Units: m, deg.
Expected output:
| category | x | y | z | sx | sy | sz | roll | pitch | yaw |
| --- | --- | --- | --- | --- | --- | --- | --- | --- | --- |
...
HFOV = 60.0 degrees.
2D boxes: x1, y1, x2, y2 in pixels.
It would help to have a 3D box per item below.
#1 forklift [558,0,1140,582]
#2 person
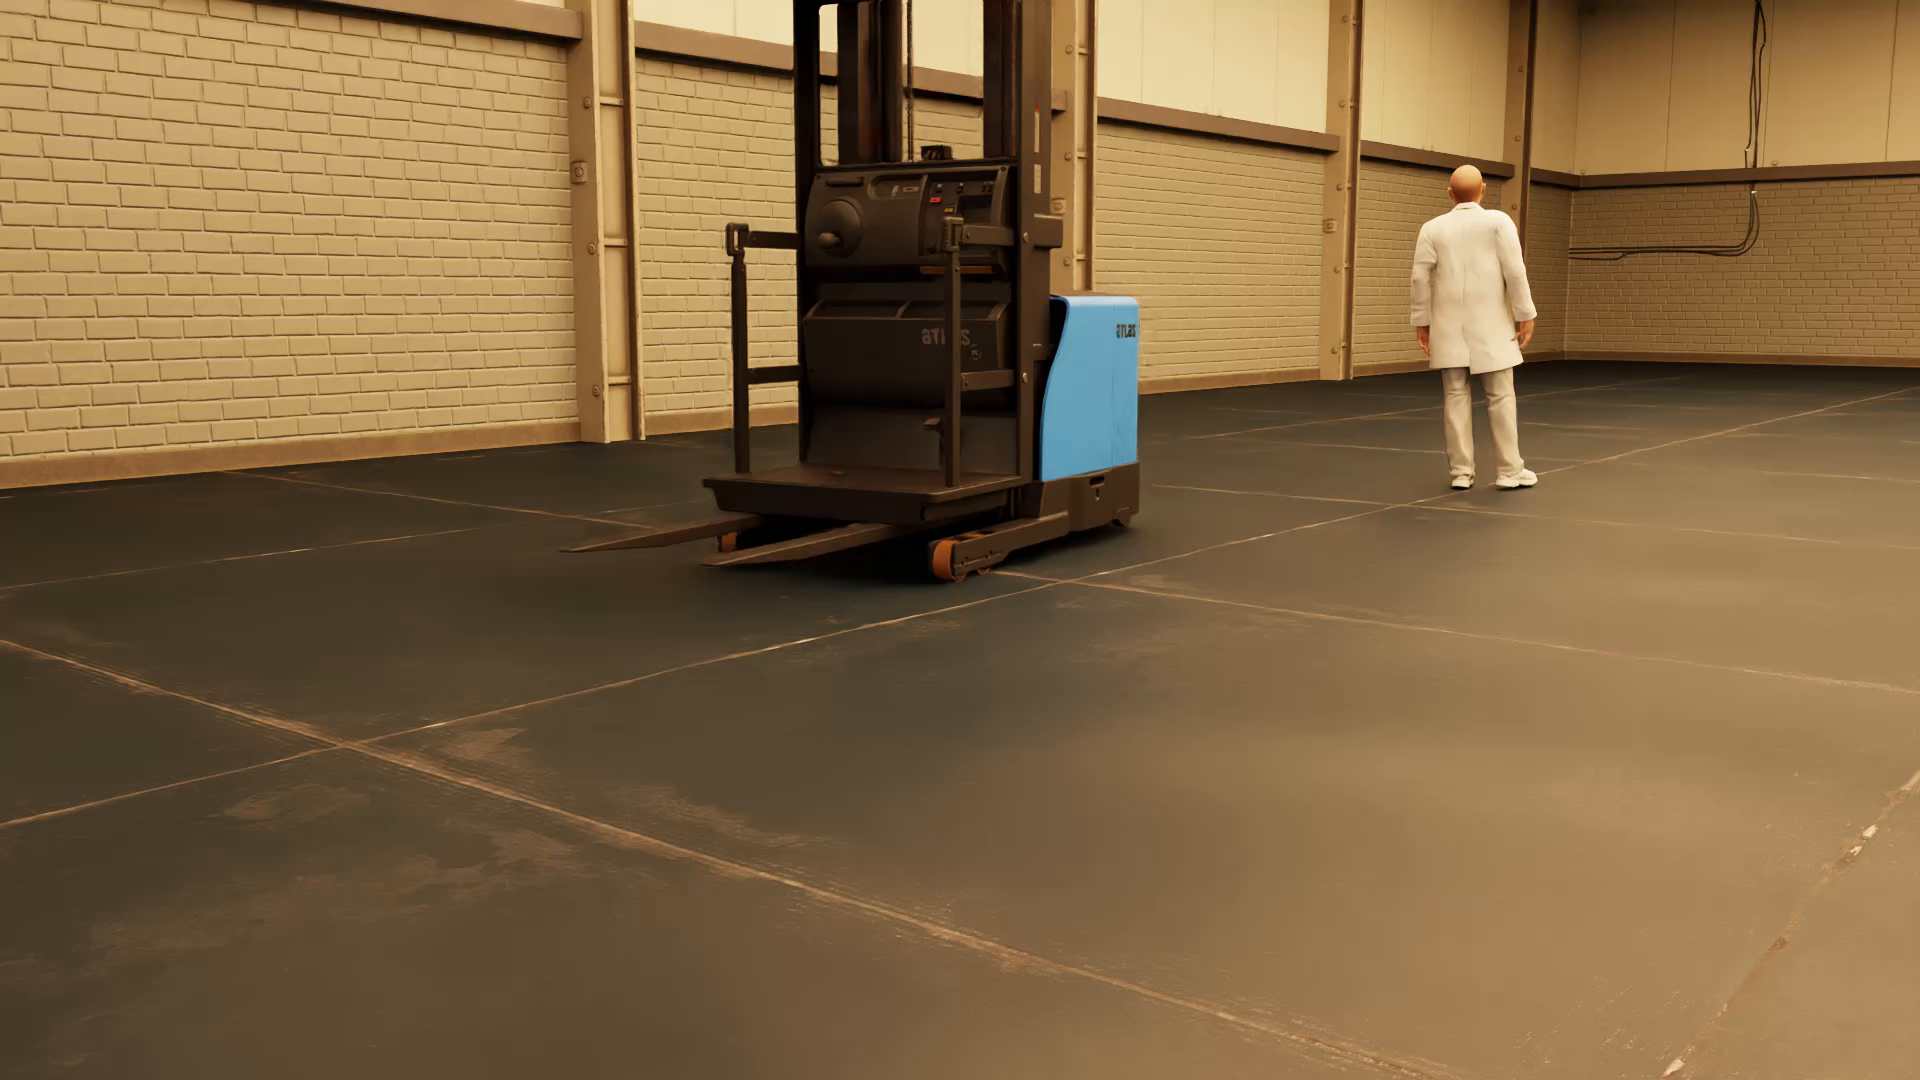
| category | x | y | z | sx | sy | sz | roll | pitch | yaw |
| --- | --- | --- | --- | --- | --- | --- | --- | --- | --- |
| forklift | -0.327 | -1.364 | 6.600 | 1.130 | 2.935 | 3.031 | 5 | 10 | 29 |
| person | 2.899 | -1.190 | 9.352 | 0.698 | 1.779 | 0.578 | 5 | 10 | 32 |
